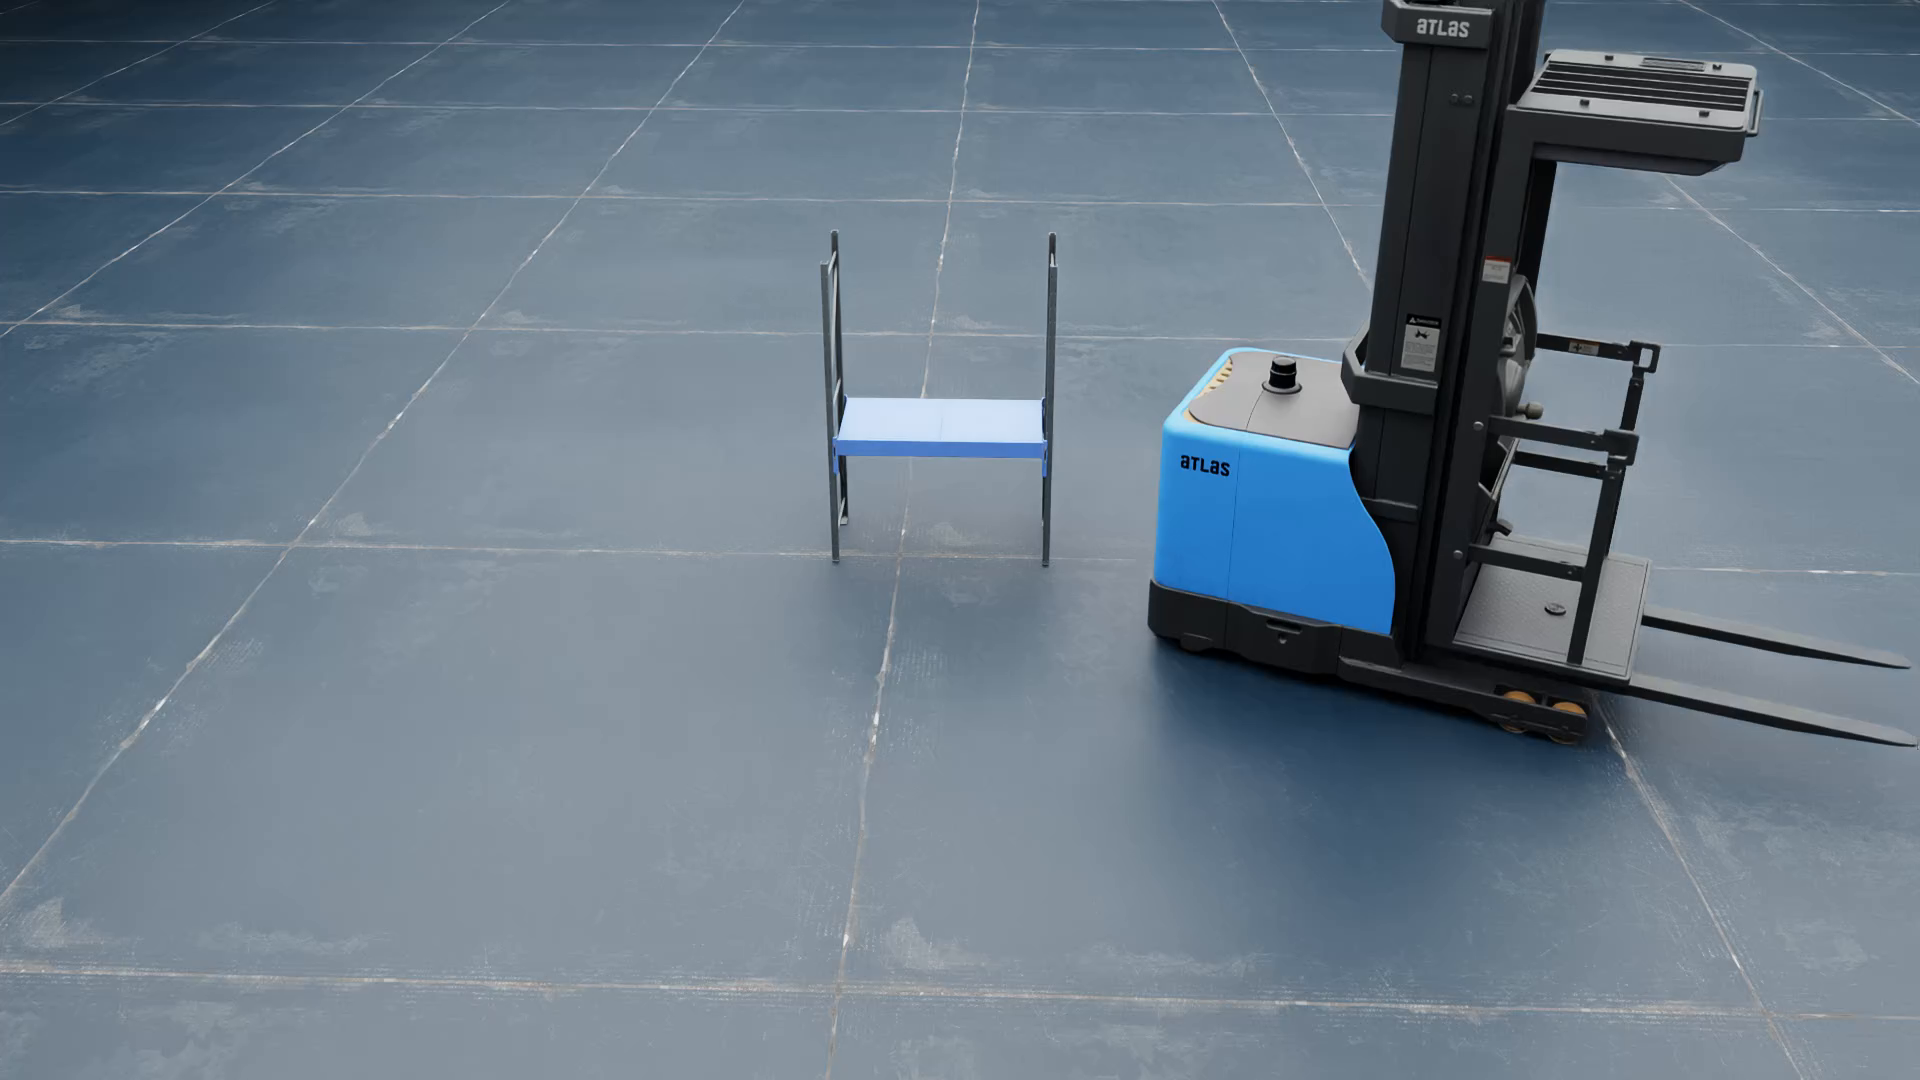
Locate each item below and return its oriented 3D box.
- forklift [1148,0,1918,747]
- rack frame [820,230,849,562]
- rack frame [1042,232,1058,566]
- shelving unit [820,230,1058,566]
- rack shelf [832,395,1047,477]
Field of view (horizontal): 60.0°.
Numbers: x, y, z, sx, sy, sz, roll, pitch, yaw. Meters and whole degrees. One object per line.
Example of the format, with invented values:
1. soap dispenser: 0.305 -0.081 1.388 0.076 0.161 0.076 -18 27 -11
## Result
1. forklift: 2.394 -0.756 6.548 3.031 2.935 1.130 12 30 22
2. rack frame: -0.593 -0.672 7.917 0.032 1.500 0.500 1 28 2
3. rack frame: 0.423 -0.656 7.886 0.032 1.500 0.500 1 28 2
4. shelving unit: -0.085 -0.664 7.901 1.048 1.500 0.538 1 28 2
5. rack shelf: -0.085 -0.505 7.986 1.000 0.185 0.538 1 28 2
